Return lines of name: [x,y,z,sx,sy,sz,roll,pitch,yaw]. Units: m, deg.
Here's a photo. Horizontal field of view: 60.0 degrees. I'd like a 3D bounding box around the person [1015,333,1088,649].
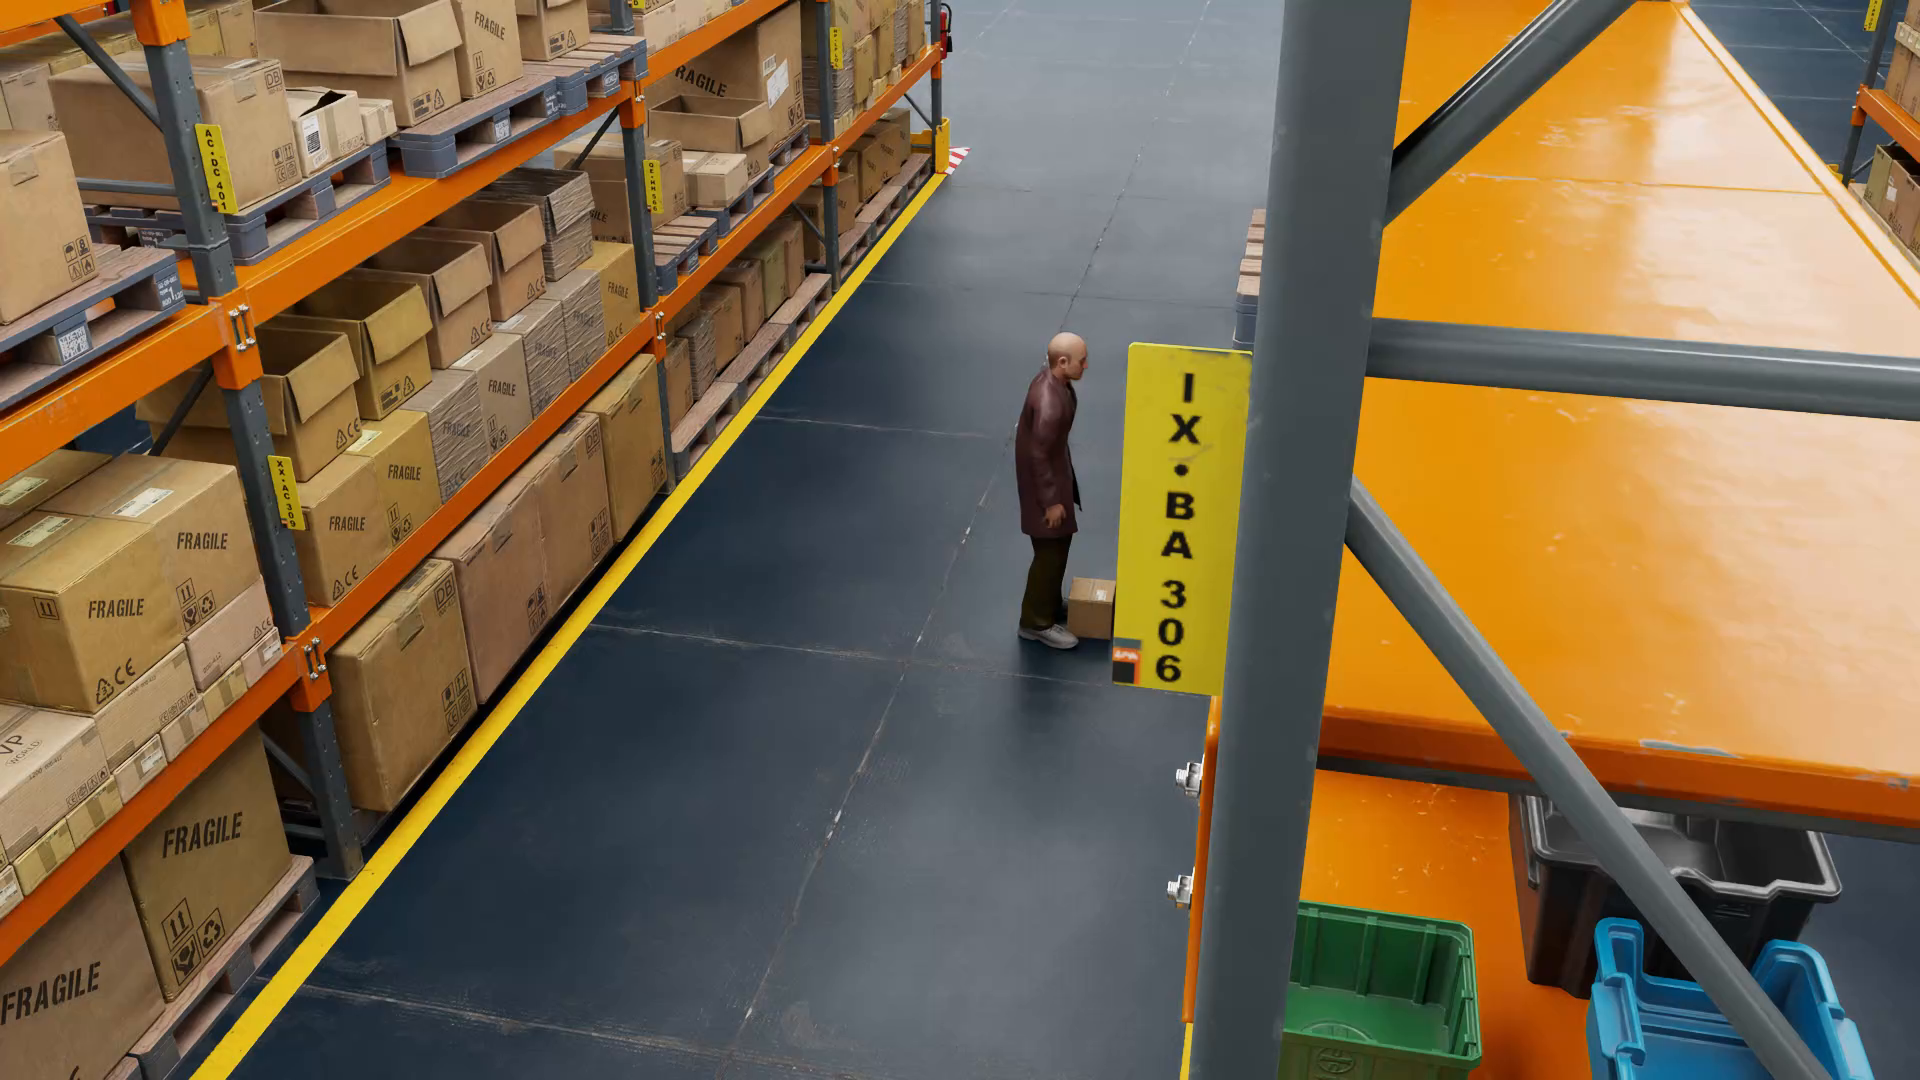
person: [0.512,-0.305,9.203,0.416,1.774,0.654,5,29,10]
